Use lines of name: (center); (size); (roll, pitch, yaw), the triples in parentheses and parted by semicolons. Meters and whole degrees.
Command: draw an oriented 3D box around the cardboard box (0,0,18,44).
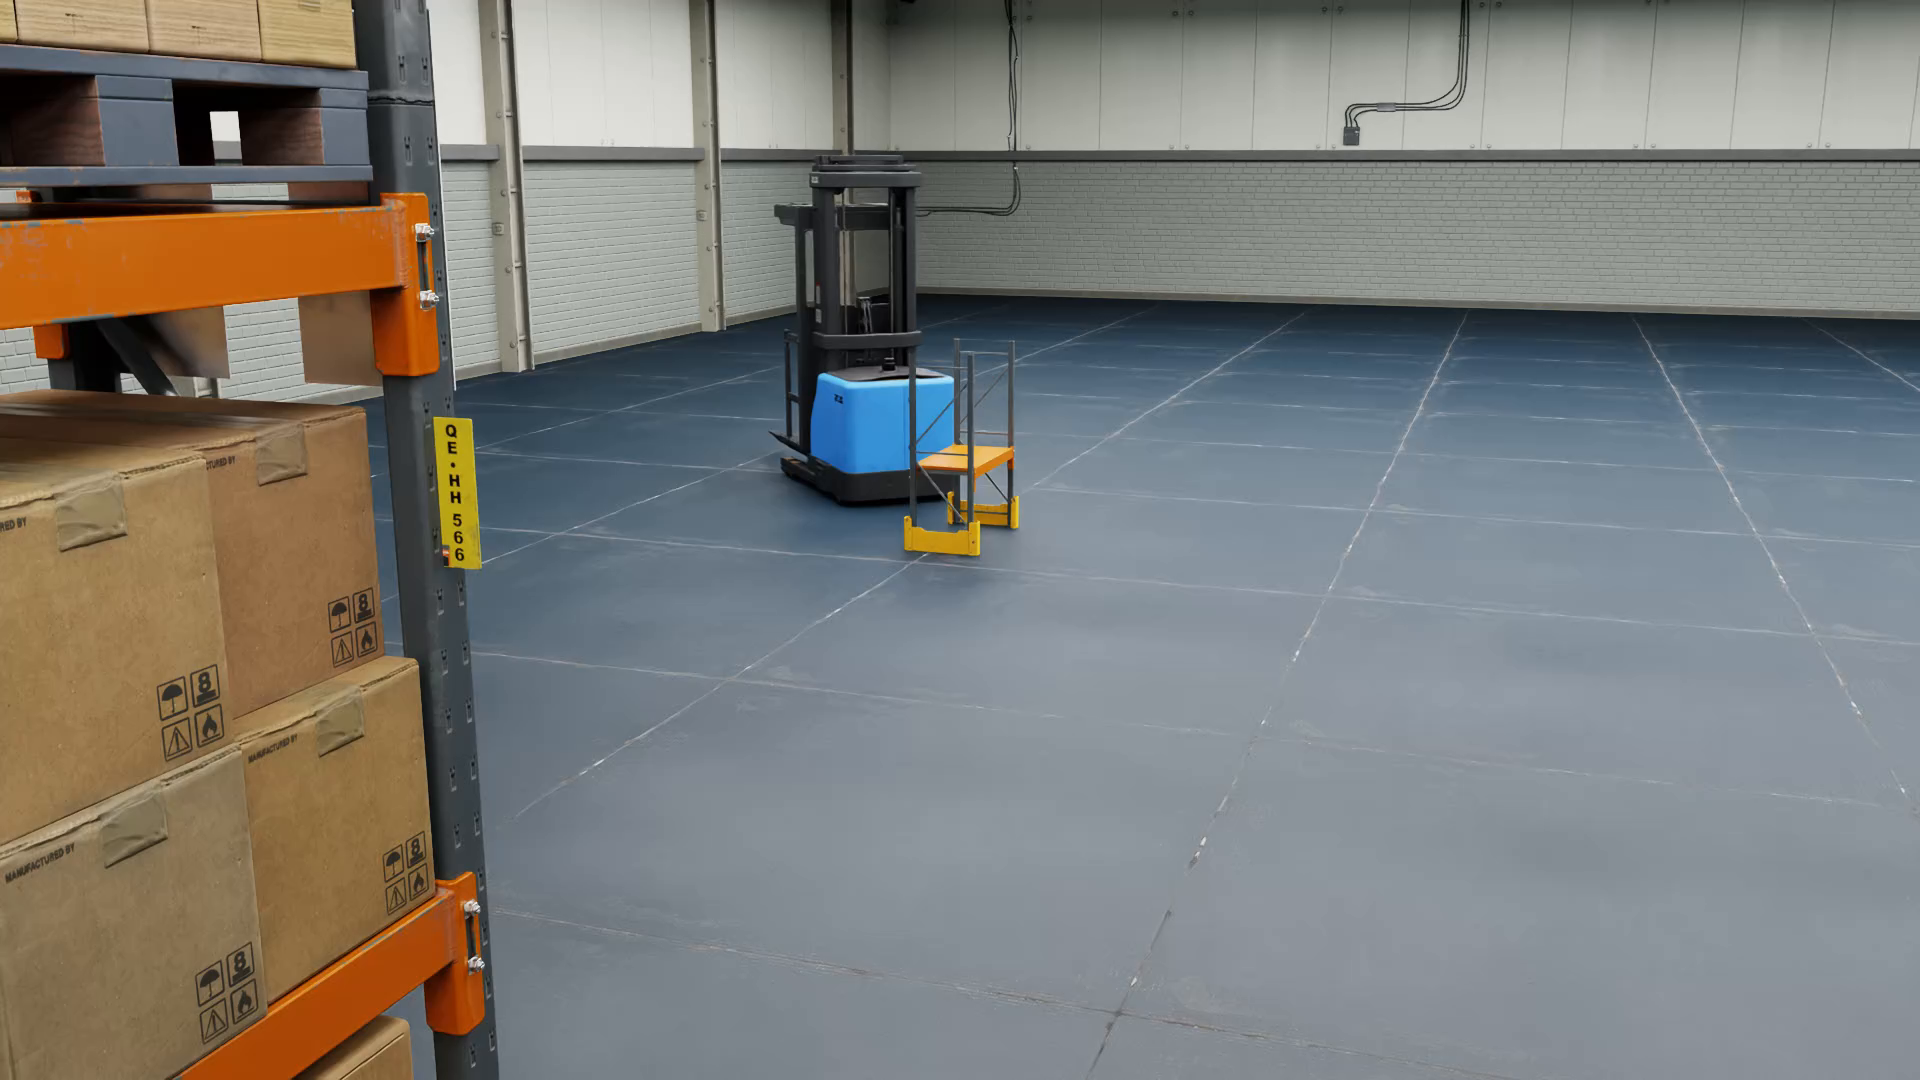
cardboard box: (-1.617, -0.799, 2.404); (0.380, 0.149, 0.250); (4, 14, 19)

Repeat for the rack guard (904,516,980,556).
rack guard: (-0.136, -0.033, 12.571); (0.587, 0.250, 0.087); (4, 14, 18)

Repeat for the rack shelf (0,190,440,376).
rack shelf: (-2.230, -0.151, 1.785); (1.077, 0.370, 4.000); (4, 14, 18)

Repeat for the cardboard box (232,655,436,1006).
cardboard box: (-1.660, 0.548, 3.511); (0.875, 0.550, 0.550); (4, 14, 18)

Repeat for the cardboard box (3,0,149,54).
cardboard box: (-1.534, -0.853, 2.637); (0.380, 0.149, 0.250); (5, 14, 19)

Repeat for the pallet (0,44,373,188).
pallet: (-1.813, -0.723, 2.872); (1.003, 0.211, 1.213); (4, 14, 18)

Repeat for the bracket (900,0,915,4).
bracket: (-1.132, -11.628, 35.620); (0.235, 0.232, 0.430); (4, 14, 18)

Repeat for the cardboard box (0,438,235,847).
cardboard box: (-1.830, 0.138, 2.881); (0.875, 0.550, 0.550); (4, 14, 18)

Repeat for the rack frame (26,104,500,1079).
rack frame: (-1.583, 0.539, 3.884); (1.000, 3.000, 0.127); (4, 14, 18)

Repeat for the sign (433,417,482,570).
sign: (-1.074, -0.099, 3.545); (0.100, 0.325, 0.005); (4, 14, 18)

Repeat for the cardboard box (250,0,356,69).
cardboard box: (-1.370, -0.960, 3.107); (0.380, 0.149, 0.250); (4, 14, 18)

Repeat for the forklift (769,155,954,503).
forklift: (-1.043, -2.034, 15.314); (1.130, 2.935, 3.031); (-5, 14, -22)

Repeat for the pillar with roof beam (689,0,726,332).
pillar with roof beam: (-0.236, -7.739, 26.671); (9.100, 9.000, 0.400); (4, 14, 18)

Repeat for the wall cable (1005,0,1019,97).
wall cable: (2.396, -10.591, 34.794); (3.097, 2.526, 0.112); (4, 14, 18)

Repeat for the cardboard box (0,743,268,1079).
cardboard box: (-1.817, 0.665, 2.996); (0.875, 0.550, 0.550); (4, 14, 18)

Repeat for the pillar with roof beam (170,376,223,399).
pillar with roof beam: (-4.119, -5.212, 15.601); (9.100, 9.000, 0.400); (4, 14, 18)

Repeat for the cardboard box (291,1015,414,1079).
cardboard box: (-1.740, 1.518, 3.427); (0.875, 0.875, 0.875); (4, 14, 19)

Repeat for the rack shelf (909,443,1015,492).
rack shelf: (0.028, -0.574, 12.940); (0.538, 0.185, 1.000); (4, 14, 18)

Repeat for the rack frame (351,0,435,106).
rack frame: (-1.583, -2.385, 3.216); (1.000, 3.000, 0.127); (4, 14, 18)

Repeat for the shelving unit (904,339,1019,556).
shelving unit: (0.025, -0.747, 12.891); (0.587, 1.500, 1.083); (4, 14, 18)

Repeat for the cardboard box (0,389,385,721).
cardboard box: (-1.739, 0.015, 3.417); (0.875, 0.550, 0.550); (4, 14, 18)

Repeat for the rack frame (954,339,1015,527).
rack frame: (0.192, -0.856, 13.369); (0.500, 1.500, 0.032); (4, 14, 18)

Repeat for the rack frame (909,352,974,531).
rack frame: (-0.137, -0.642, 12.431); (0.500, 1.500, 0.032); (4, 14, 18)

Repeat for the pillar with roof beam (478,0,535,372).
pillar with roof beam: (-2.178, -6.475, 21.136); (9.100, 9.000, 0.400); (4, 14, 18)

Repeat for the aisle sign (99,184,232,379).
aisle sign: (-1.844, -0.765, 3.755); (0.394, 0.787, 0.004); (4, 14, 18)

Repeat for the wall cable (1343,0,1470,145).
wall cable: (8.814, -10.808, 32.476); (2.305, 6.003, 0.169); (4, 14, 18)

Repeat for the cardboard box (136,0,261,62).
cardboard box: (-1.452, -0.907, 2.874); (0.380, 0.149, 0.250); (4, 14, 19)

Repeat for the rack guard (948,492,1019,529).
rack guard: (0.186, -0.243, 13.490); (0.587, 0.250, 0.087); (4, 14, 18)

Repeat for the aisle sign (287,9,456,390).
aisle sign: (-1.276, -0.721, 3.565); (0.394, 0.787, 0.004); (4, 14, 18)

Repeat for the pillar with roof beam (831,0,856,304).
pillar with roof beam: (1.705, -9.002, 32.206); (9.100, 9.000, 0.548); (4, 14, 18)

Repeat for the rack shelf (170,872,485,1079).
rack shelf: (-2.230, 1.311, 2.119); (1.077, 0.370, 4.000); (4, 14, 18)

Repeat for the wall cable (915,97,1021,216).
wall cable: (-0.164, -8.323, 36.210); (3.097, 2.526, 0.112); (4, 14, 18)
